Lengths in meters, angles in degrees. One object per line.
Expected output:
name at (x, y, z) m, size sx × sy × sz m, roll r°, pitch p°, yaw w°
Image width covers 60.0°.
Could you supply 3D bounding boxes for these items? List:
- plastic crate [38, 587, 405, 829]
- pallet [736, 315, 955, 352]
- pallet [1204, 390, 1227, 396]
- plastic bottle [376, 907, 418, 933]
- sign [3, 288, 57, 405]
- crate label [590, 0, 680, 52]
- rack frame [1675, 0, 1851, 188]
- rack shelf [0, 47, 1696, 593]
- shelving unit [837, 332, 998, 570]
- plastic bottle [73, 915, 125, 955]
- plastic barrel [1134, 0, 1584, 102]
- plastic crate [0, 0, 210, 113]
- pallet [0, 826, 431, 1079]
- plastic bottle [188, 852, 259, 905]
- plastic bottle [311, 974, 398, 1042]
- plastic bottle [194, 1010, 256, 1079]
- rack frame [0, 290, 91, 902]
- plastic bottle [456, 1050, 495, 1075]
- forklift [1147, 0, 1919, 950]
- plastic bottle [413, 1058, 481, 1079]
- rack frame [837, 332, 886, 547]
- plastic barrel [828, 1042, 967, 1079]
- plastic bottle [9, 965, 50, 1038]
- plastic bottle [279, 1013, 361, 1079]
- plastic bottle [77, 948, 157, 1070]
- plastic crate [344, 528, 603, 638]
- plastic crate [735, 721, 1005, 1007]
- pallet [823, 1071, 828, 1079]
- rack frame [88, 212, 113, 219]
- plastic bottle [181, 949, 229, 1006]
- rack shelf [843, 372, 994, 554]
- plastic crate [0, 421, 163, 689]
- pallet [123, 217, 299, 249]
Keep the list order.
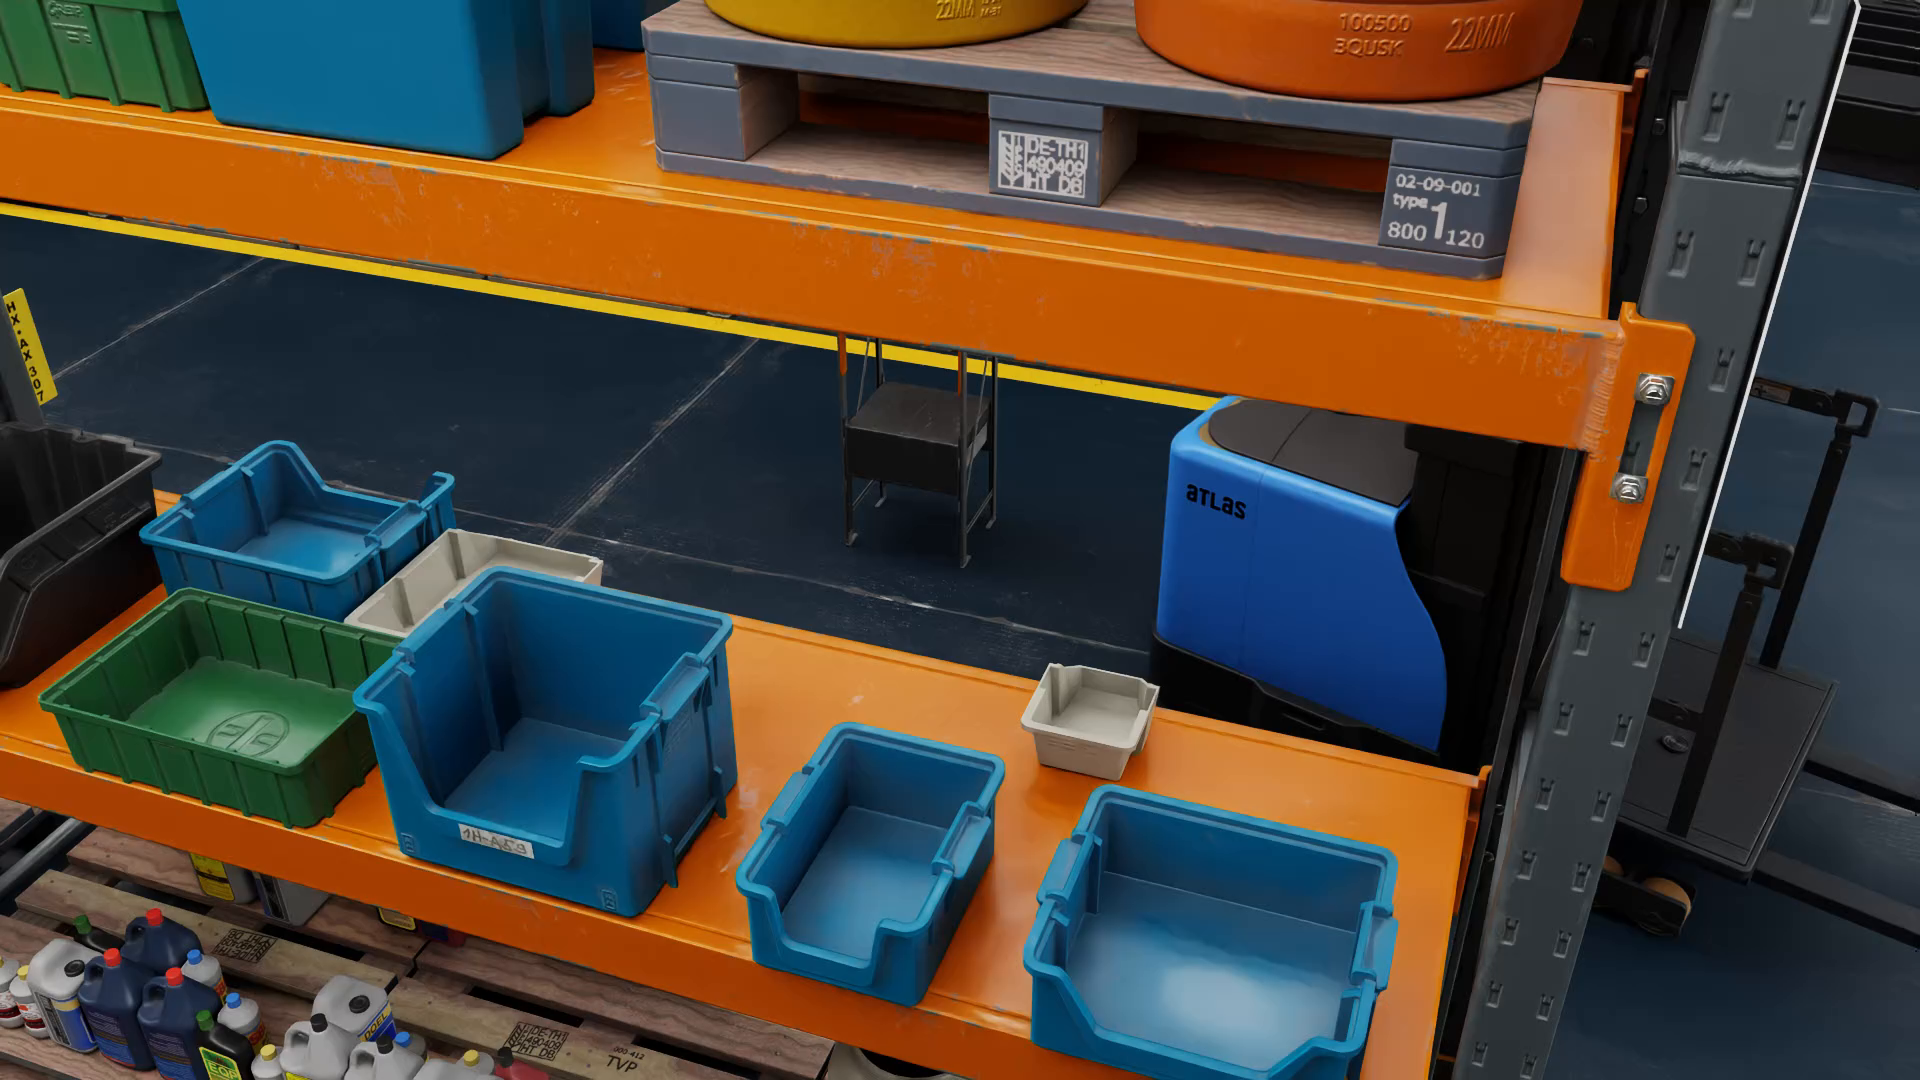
plastic crate at (-1.559, 0.359, 3.623) m, size 0.662 × 0.188 × 0.450 m, roll 11°, pitch 34°, yaw 16°
pallet at (-0.427, -1.375, 8.685) m, size 1.213 × 0.211 × 1.003 m, roll 11°, pitch 34°, yaw 16°
pallet at (1.870, -0.928, 7.993) m, size 1.213 × 0.211 × 1.003 m, roll 11°, pitch 34°, yaw 16°
plastic bottle at (-1.564, 0.956, 4.602) m, size 0.133 × 0.283 × 0.061 m, roll 11°, pitch 34°, yaw 16°
sign at (-2.546, -0.517, 4.531) m, size 0.005 × 0.325 × 0.100 m, roll 11°, pitch 34°, yaw 16°
crate label at (-0.627, -1.099, 3.059) m, size 0.408 × 0.251 × 0.502 m, roll 11°, pitch 34°, yaw 16°
rack frame at (1.024, -1.911, 1.413) m, size 0.127 × 3.000 × 1.000 m, roll 11°, pitch 34°, yaw 16°
rack shelf at (-0.859, -0.714, 2.989) m, size 4.000 × 0.370 × 1.077 m, roll 11°, pitch 34°, yaw 16°
shelving unit at (-0.156, -0.912, 6.227) m, size 0.503 × 2.100 × 0.431 m, roll 11°, pitch 34°, yaw 16°
plastic bottle at (-2.241, 1.107, 4.369) m, size 0.133 × 0.283 × 0.061 m, roll 11°, pitch 34°, yaw 16°
plastic barrel at (0.523, -1.031, 2.033) m, size 0.708 × 0.830 × 0.600 m, roll 11°, pitch 34°, yaw 16°
plastic crate at (-1.348, -0.866, 2.755) m, size 0.450 × 0.188 × 0.336 m, roll 11°, pitch 34°, yaw 16°
pallet at (-2.124, 1.193, 4.707) m, size 1.213 × 0.211 × 1.003 m, roll 11°, pitch 34°, yaw 16°
plastic bottle at (-2.087, 0.850, 4.704) m, size 0.185 × 0.351 × 0.144 m, roll 11°, pitch 34°, yaw 16°
plastic bottle at (-1.518, 1.229, 4.187) m, size 0.135 × 0.276 × 0.152 m, roll 11°, pitch 34°, yaw 16°
plastic bottle at (-1.803, 1.280, 4.101) m, size 0.133 × 0.283 × 0.061 m, roll 13°, pitch 35°, yaw 19°
rack frame at (-2.742, -0.122, 4.174) m, size 0.127 × 3.000 × 1.000 m, roll 11°, pitch 34°, yaw 16°
plastic bottle at (-1.187, 1.336, 4.090) m, size 0.097 × 0.201 × 0.097 m, roll 0°, pitch 33°, yaw 0°
forklift at (2.145, -0.390, 4.651) m, size 3.031 × 2.935 × 1.130 m, roll 22°, pitch 39°, yaw 30°
plastic bottle at (-1.212, 1.371, 3.966) m, size 0.135 × 0.276 × 0.152 m, roll 10°, pitch 34°, yaw 15°
rack frame at (-0.386, -0.957, 6.297) m, size 0.015 × 2.100 × 0.400 m, roll 11°, pitch 34°, yaw 16°
plastic barrel at (-0.094, 1.305, 3.869) m, size 0.421 × 0.512 × 0.421 m, roll 0°, pitch 33°, yaw 0°
plastic bottle at (-2.398, 1.188, 4.319) m, size 0.097 × 0.201 × 0.097 m, roll 0°, pitch 33°, yaw 0°
plastic bottle at (-1.544, 1.278, 4.042) m, size 0.185 × 0.351 × 0.144 m, roll 11°, pitch 34°, yaw 16°
plastic bottle at (-2.122, 1.165, 4.216) m, size 0.185 × 0.351 × 0.144 m, roll 12°, pitch 35°, yaw 18°
plastic crate at (-1.128, 0.156, 3.986) m, size 0.437 × 0.136 × 0.530 m, roll 11°, pitch 34°, yaw 16°
plastic crate at (-0.158, 0.612, 3.174) m, size 0.408 × 0.251 × 0.499 m, roll 11°, pitch 34°, yaw 16°
pallet at (0.173, 1.640, 4.015) m, size 1.213 × 0.211 × 1.003 m, roll 11°, pitch 34°, yaw 16°
rack frame at (-4.836, -3.383, 9.225) m, size 0.127 × 3.000 × 1.000 m, roll 11°, pitch 34°, yaw 16°
plastic bottle at (-1.945, 1.164, 4.292) m, size 0.097 × 0.271 × 0.097 m, roll 0°, pitch 33°, yaw 0°
rack shelf at (-0.156, -0.313, 6.614) m, size 0.480 × 0.518 × 0.431 m, roll 11°, pitch 34°, yaw 16°
plastic crate at (-2.292, 0.065, 3.942) m, size 0.504 × 0.338 × 0.767 m, roll 11°, pitch 34°, yaw 16°
pallet at (-4.101, -2.068, 9.758) m, size 1.213 × 0.211 × 1.003 m, roll 11°, pitch 34°, yaw 16°
